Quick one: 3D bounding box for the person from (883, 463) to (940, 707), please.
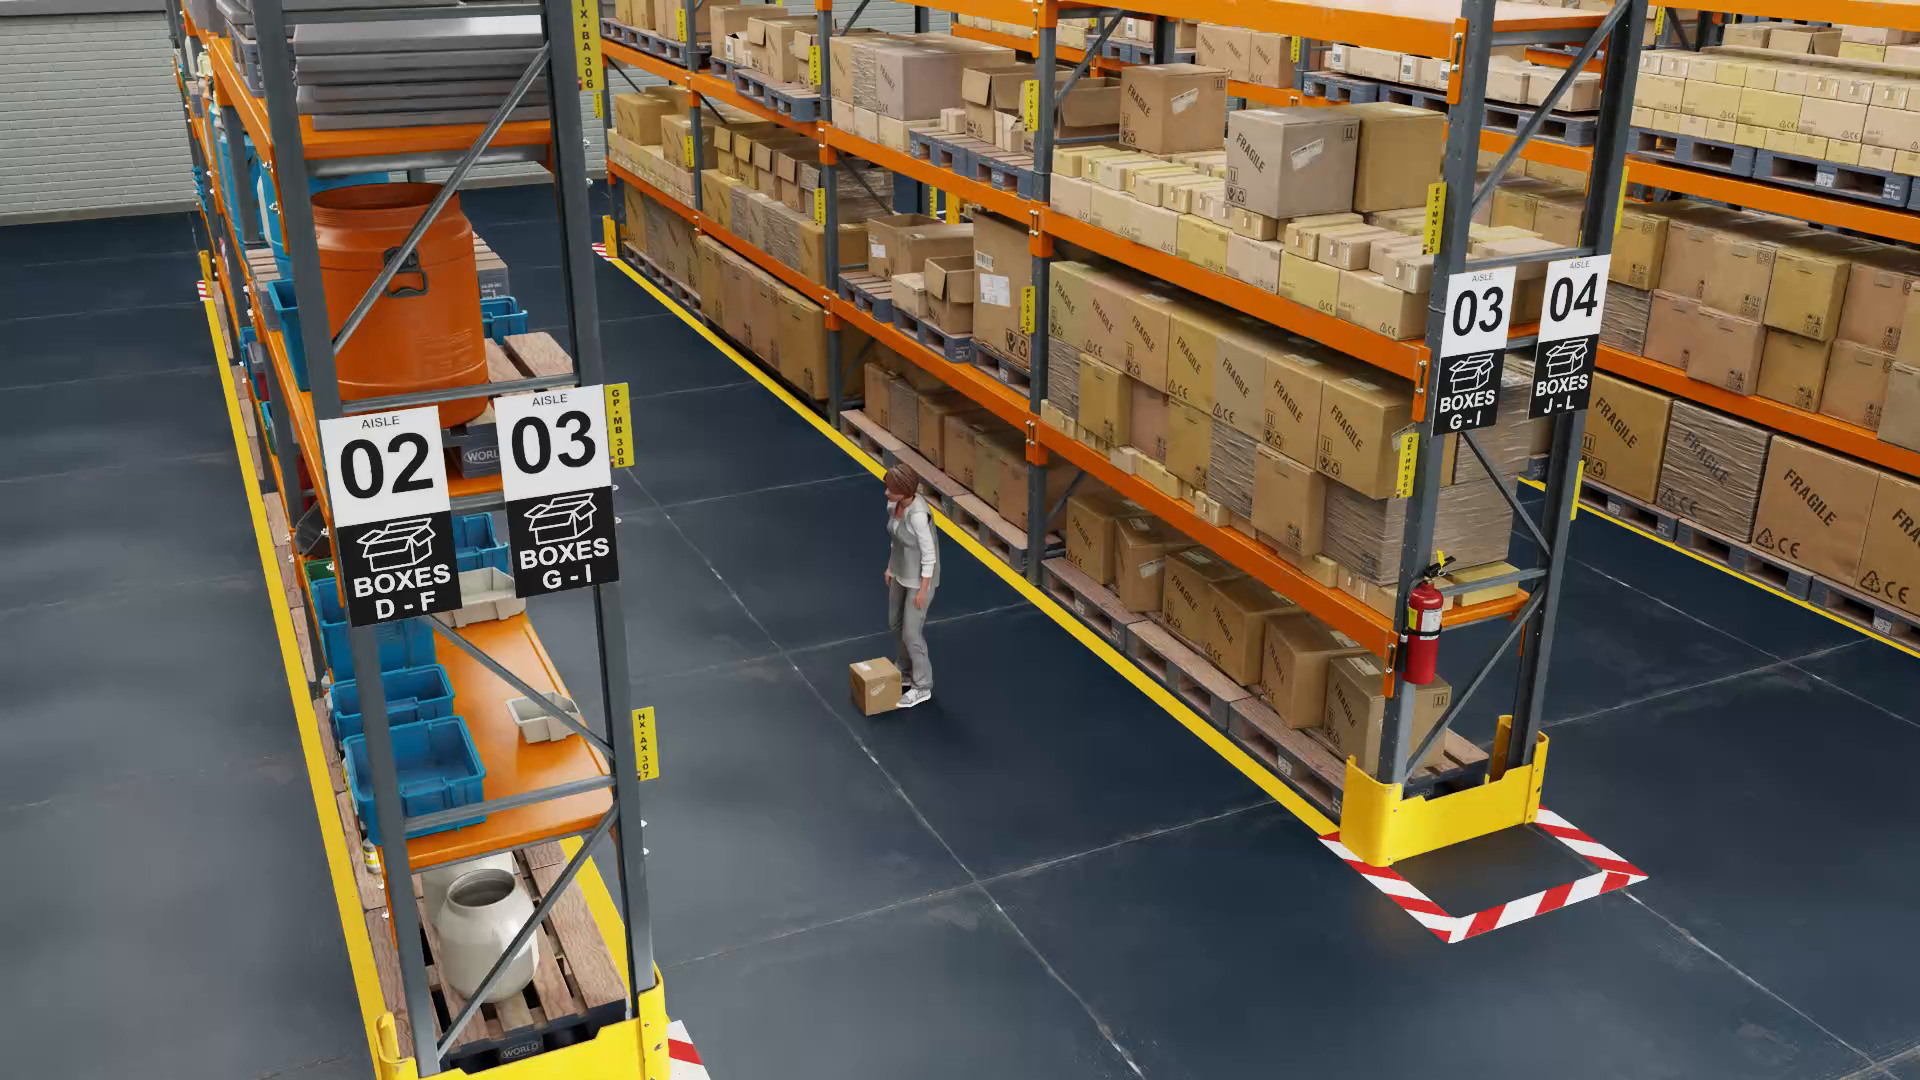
[{"bbox_3d":[-4.268,-5.183,17.758,24.290,6.000,19.911,-12,25,-27],"label":"person"}]
